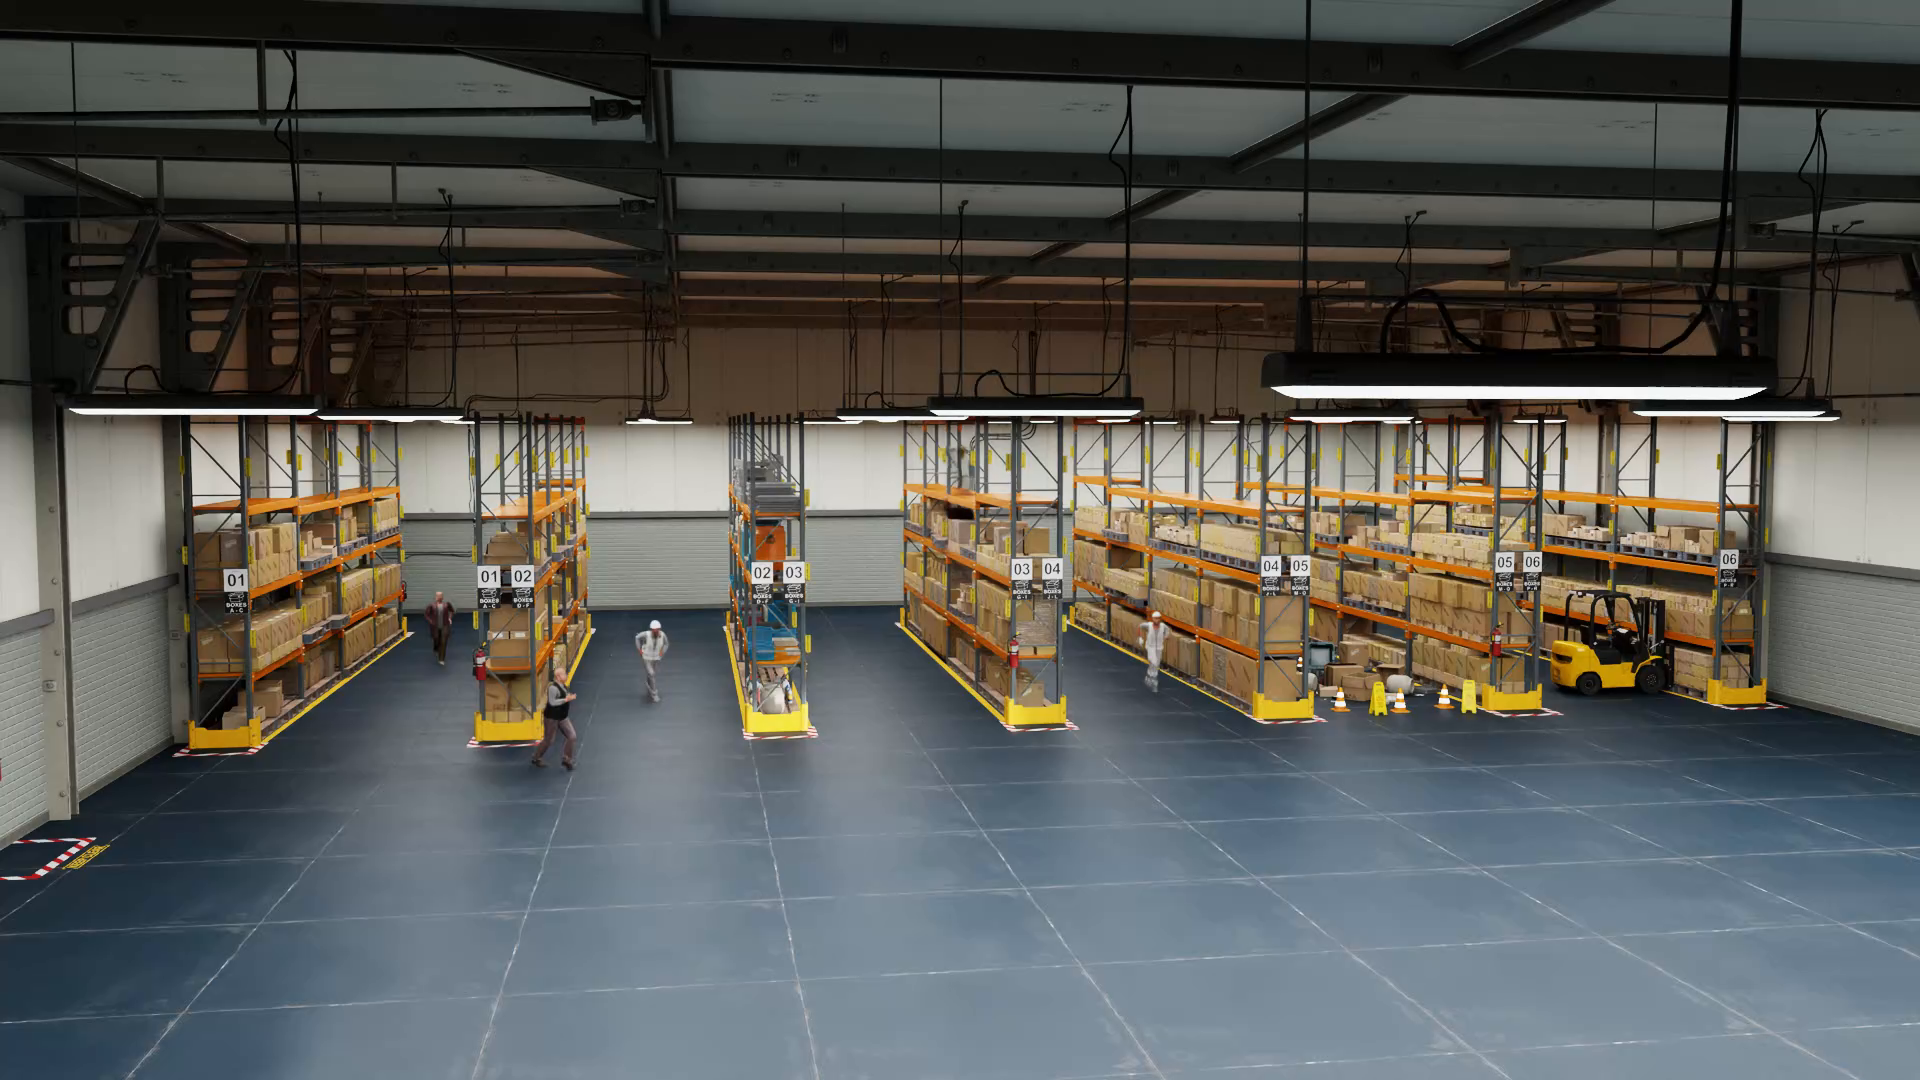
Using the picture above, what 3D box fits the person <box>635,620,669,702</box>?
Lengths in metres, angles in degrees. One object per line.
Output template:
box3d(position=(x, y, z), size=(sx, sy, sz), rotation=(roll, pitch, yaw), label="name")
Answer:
box3d(position=(-6.499, 2.518, 35.005), size=(0.697, 1.732, 1.037), rotation=(-2, 4, -22), label="person")

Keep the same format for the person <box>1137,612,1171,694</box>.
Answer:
box3d(position=(4.185, 2.407, 35.956), size=(0.649, 1.782, 0.972), rotation=(-1, 4, -15), label="person")

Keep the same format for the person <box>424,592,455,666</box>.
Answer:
box3d(position=(-12.559, 2.121, 40.169), size=(0.712, 1.764, 0.918), rotation=(-2, 4, -22), label="person")

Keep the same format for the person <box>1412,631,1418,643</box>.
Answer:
box3d(position=(11.567, 2.048, 41.604), size=(0.600, 1.782, 0.853), rotation=(0, 4, -5), label="person")

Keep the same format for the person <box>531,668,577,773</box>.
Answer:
box3d(position=(-6.727, 3.009, 27.562), size=(0.857, 1.791, 0.638), rotation=(1, 4, 17), label="person")
